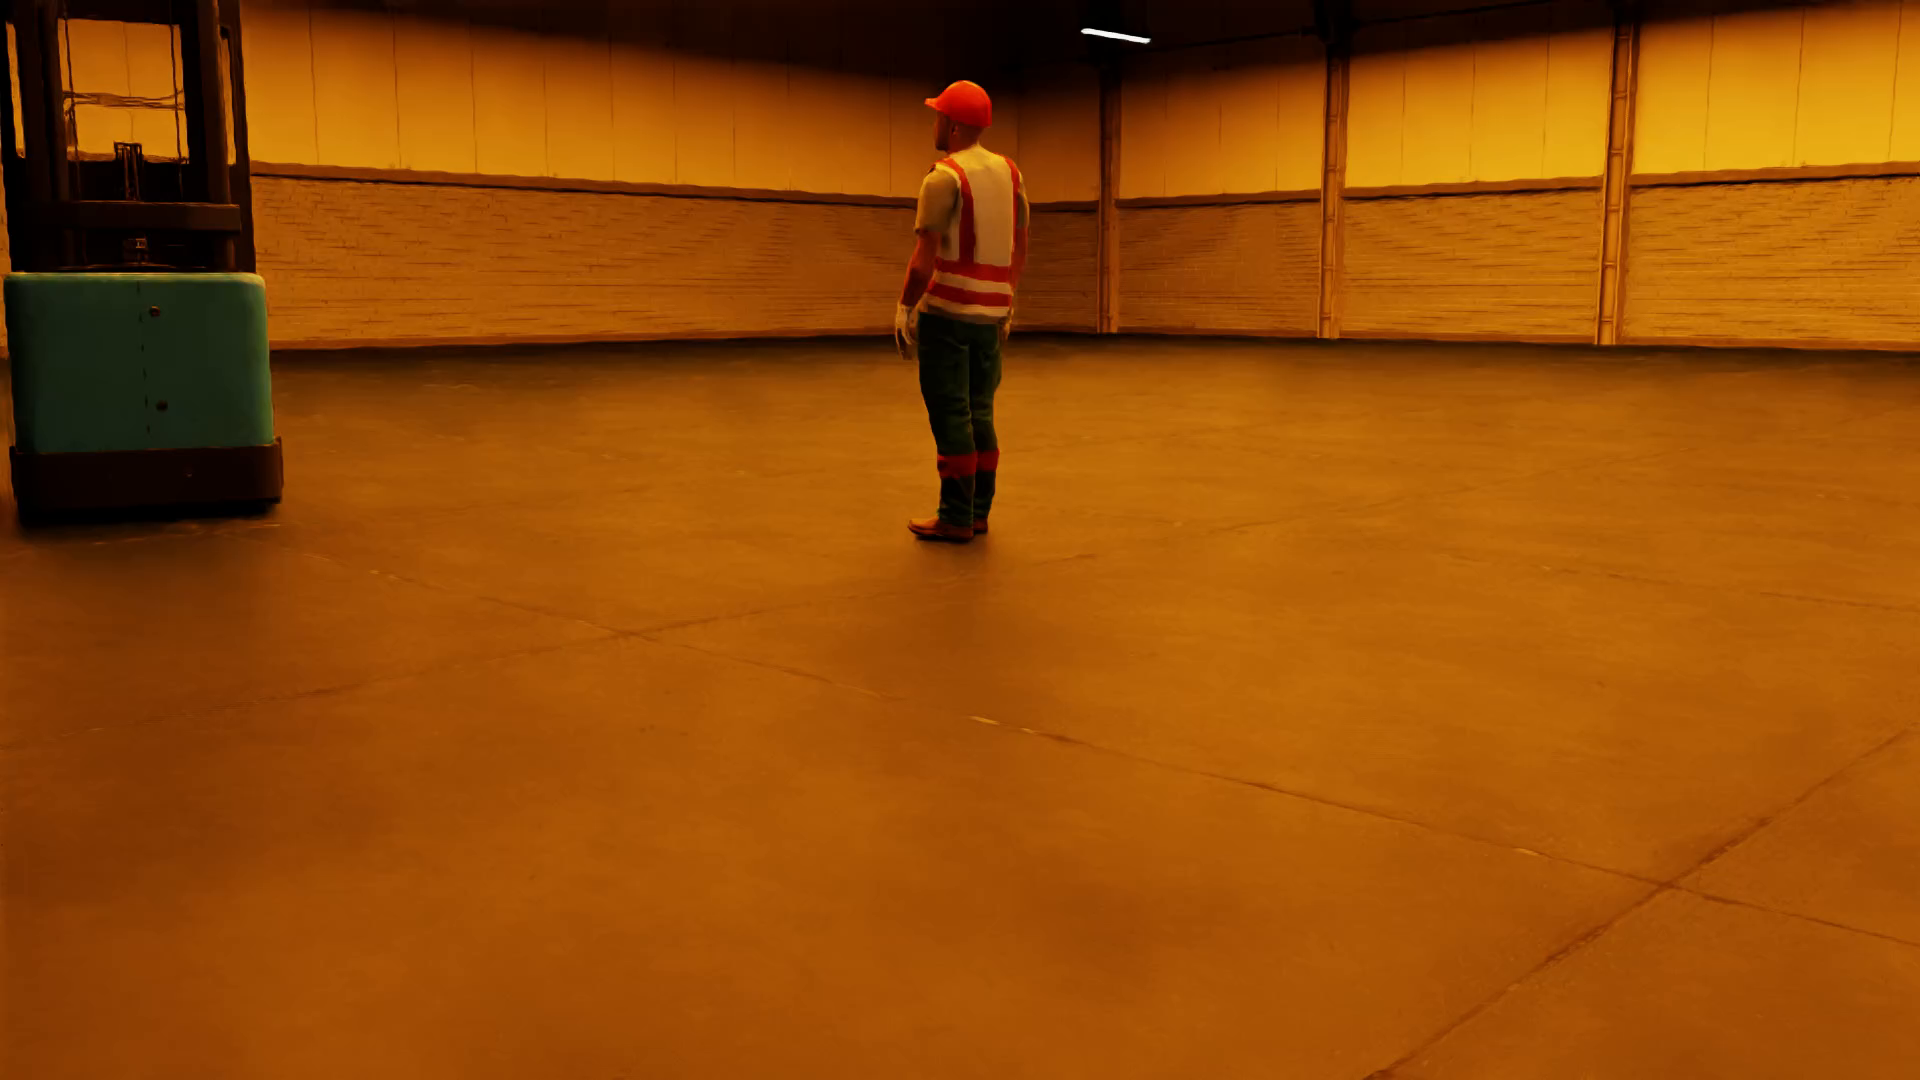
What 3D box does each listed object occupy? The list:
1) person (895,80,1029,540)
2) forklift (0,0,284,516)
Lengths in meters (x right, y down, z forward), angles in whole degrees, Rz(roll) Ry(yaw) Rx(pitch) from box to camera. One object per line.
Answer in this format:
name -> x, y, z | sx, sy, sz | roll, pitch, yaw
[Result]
person -> -0.050, -0.901, 6.646 | 0.563, 1.787, 0.637 | 8, 12, 43
forklift -> -4.185, -1.736, 8.401 | 1.130, 2.935, 3.031 | -4, 10, -26
